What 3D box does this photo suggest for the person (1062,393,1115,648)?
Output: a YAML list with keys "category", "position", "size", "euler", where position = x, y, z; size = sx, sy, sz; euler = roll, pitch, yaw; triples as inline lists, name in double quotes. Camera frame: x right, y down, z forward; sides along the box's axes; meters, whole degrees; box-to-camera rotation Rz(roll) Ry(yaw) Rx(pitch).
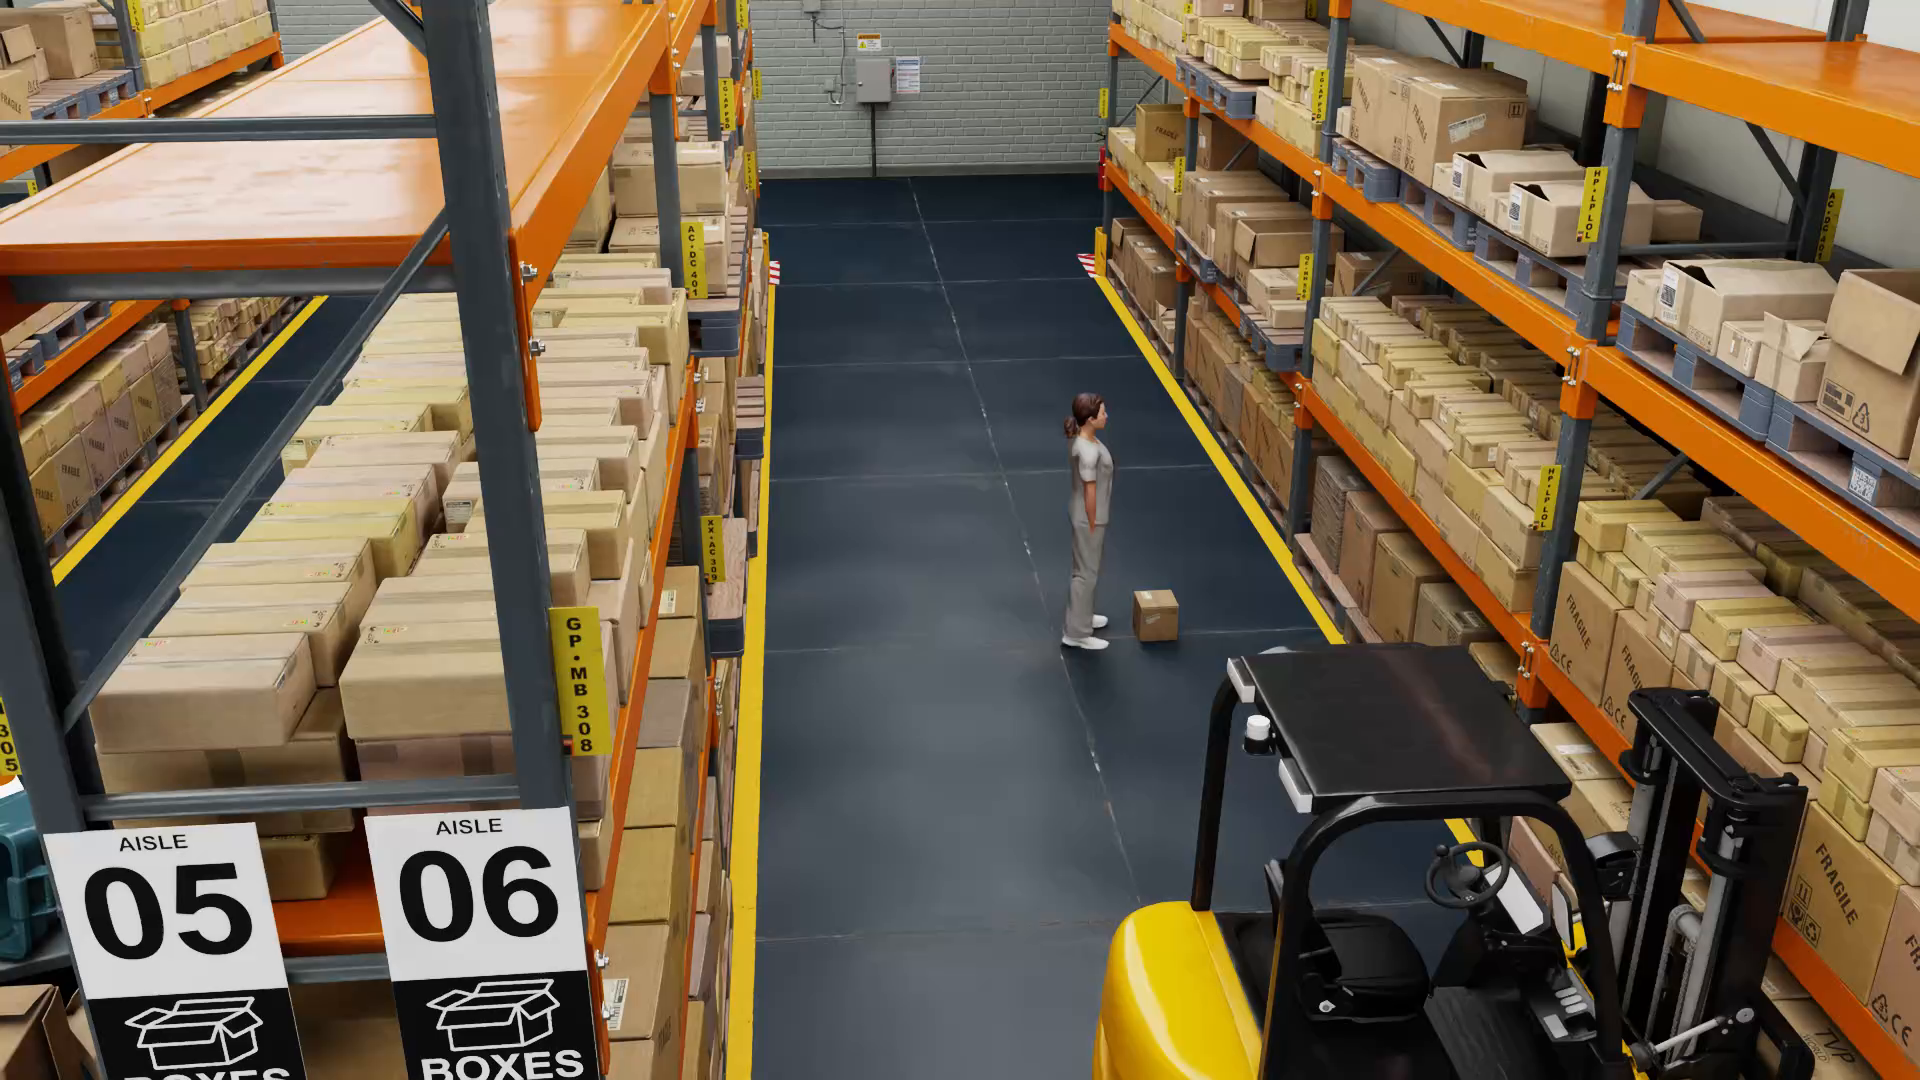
- category: "person"
  position: [0.812, -0.133, 10.649]
  size: [0.362, 1.690, 0.443]
  euler: [-2, 24, -4]
